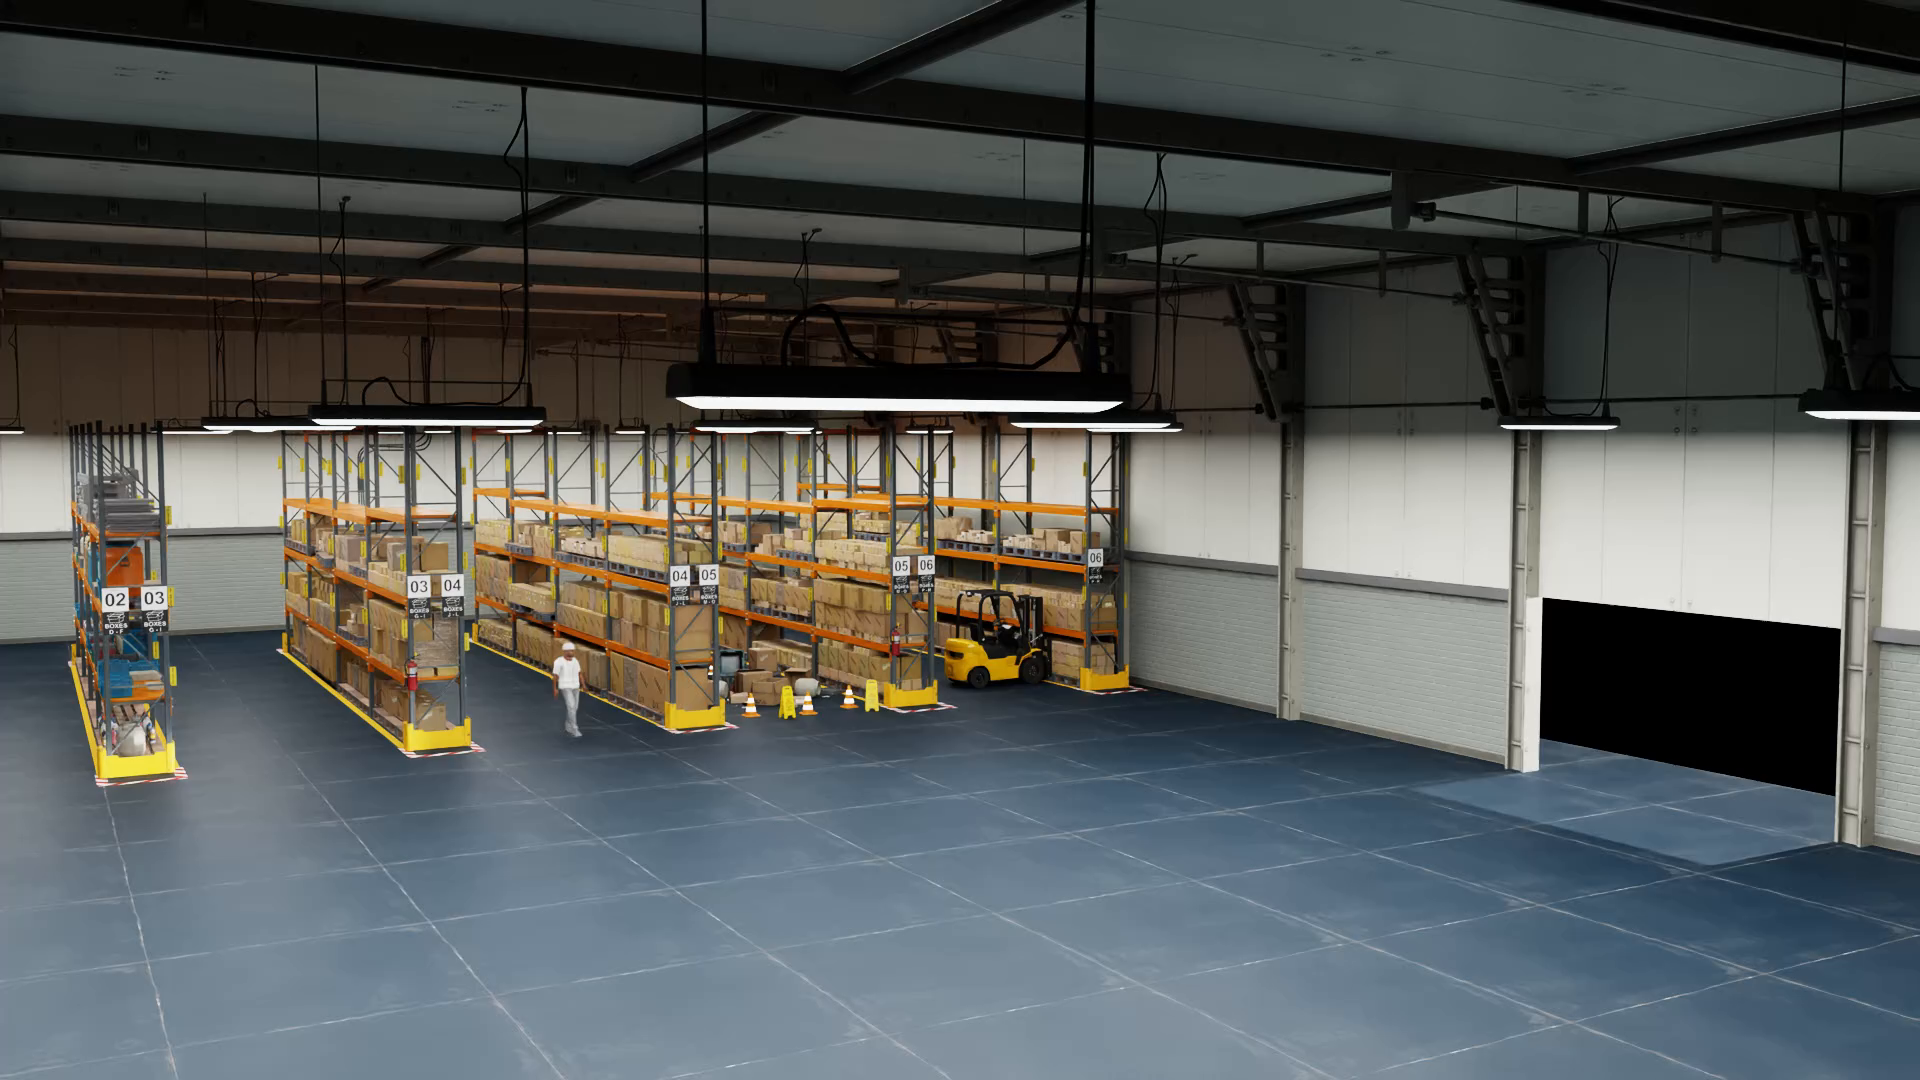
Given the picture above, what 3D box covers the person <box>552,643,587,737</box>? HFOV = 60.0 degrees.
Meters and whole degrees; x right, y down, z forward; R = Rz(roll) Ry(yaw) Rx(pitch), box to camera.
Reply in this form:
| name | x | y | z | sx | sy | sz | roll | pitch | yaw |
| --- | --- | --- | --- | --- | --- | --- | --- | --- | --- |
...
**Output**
| name | x | y | z | sx | sy | sz | roll | pitch | yaw |
| --- | --- | --- | --- | --- | --- | --- | --- | --- | --- |
| person | -7.442 | 2.879 | 32.073 | 0.775 | 1.765 | 0.600 | 3 | 4 | 37 |
